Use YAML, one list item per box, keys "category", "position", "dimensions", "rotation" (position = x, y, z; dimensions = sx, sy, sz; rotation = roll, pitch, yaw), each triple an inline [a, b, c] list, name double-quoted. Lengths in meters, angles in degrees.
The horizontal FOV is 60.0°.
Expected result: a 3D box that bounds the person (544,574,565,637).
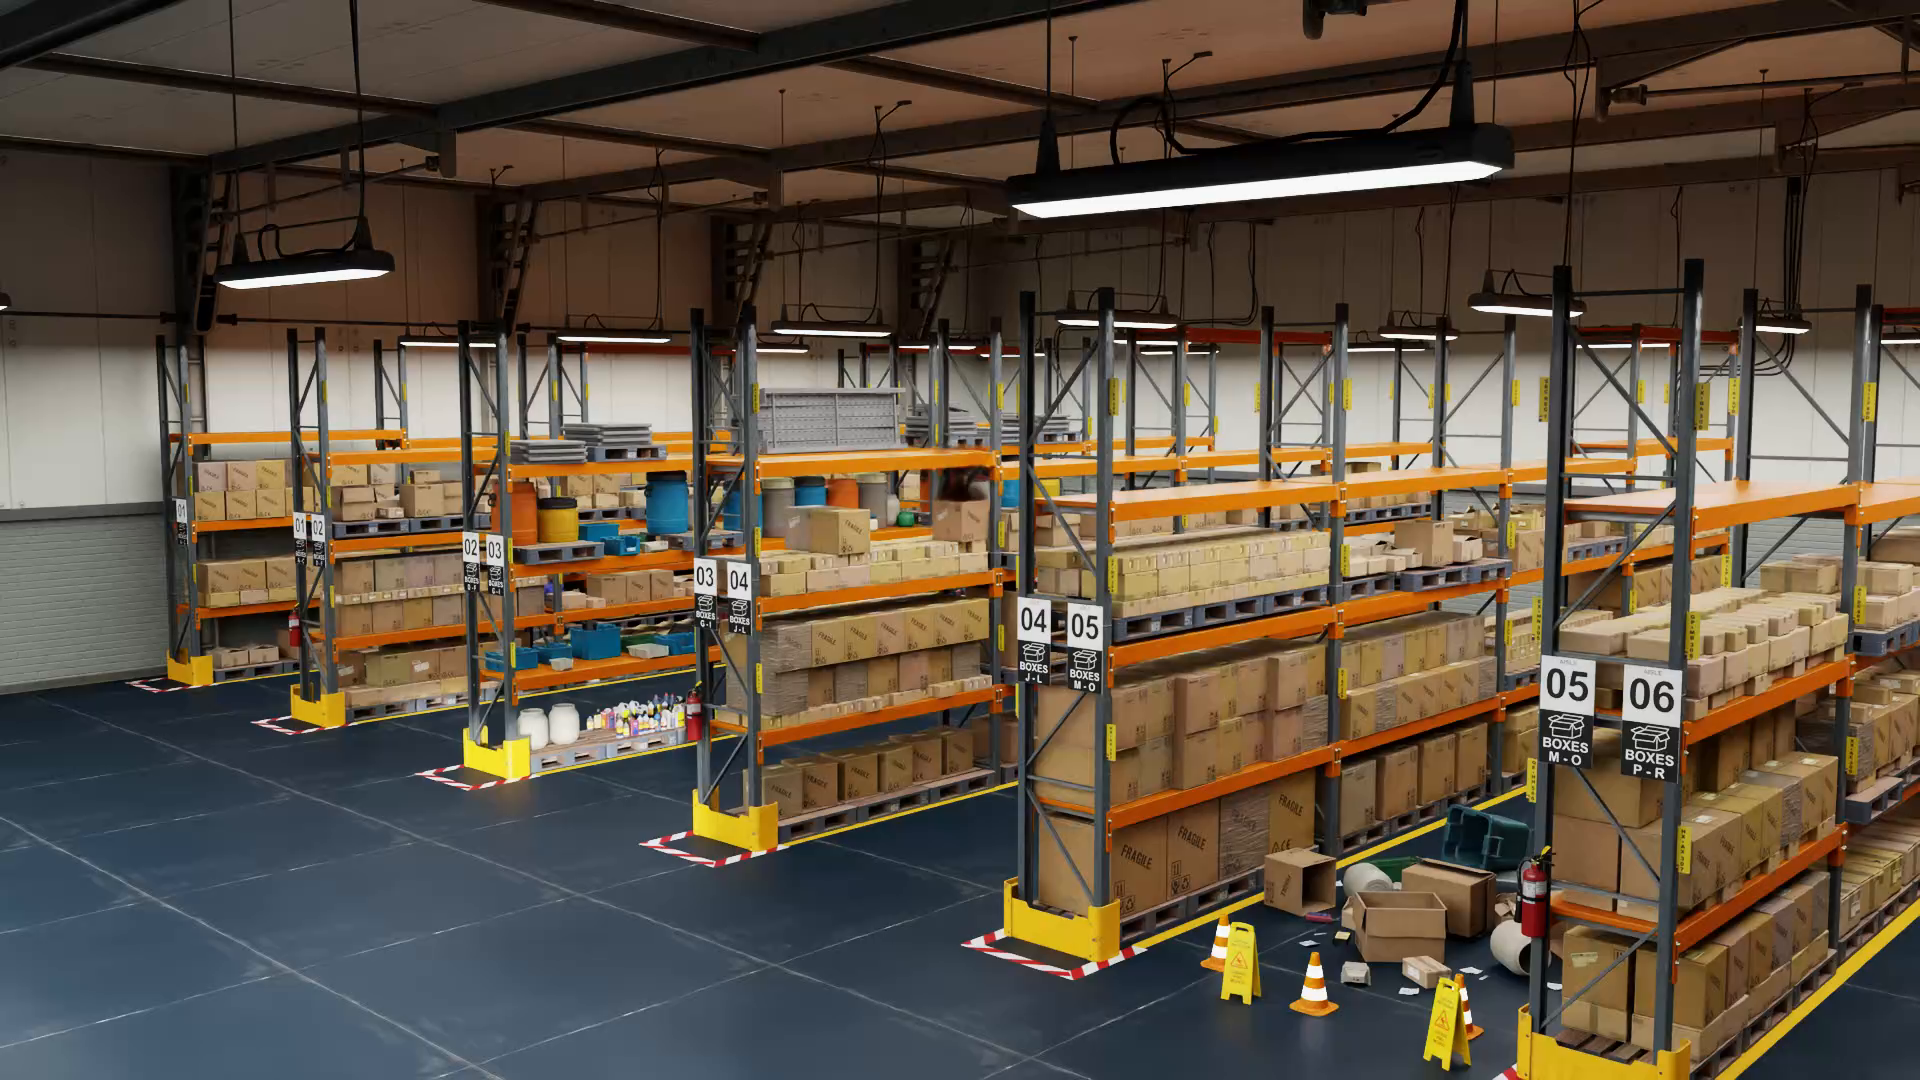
- category: "person"
  position: [-7.661, 1.395, 31.478]
  dimensions: [0.369, 1.679, 0.517]
  rotation: [4, 7, 36]
